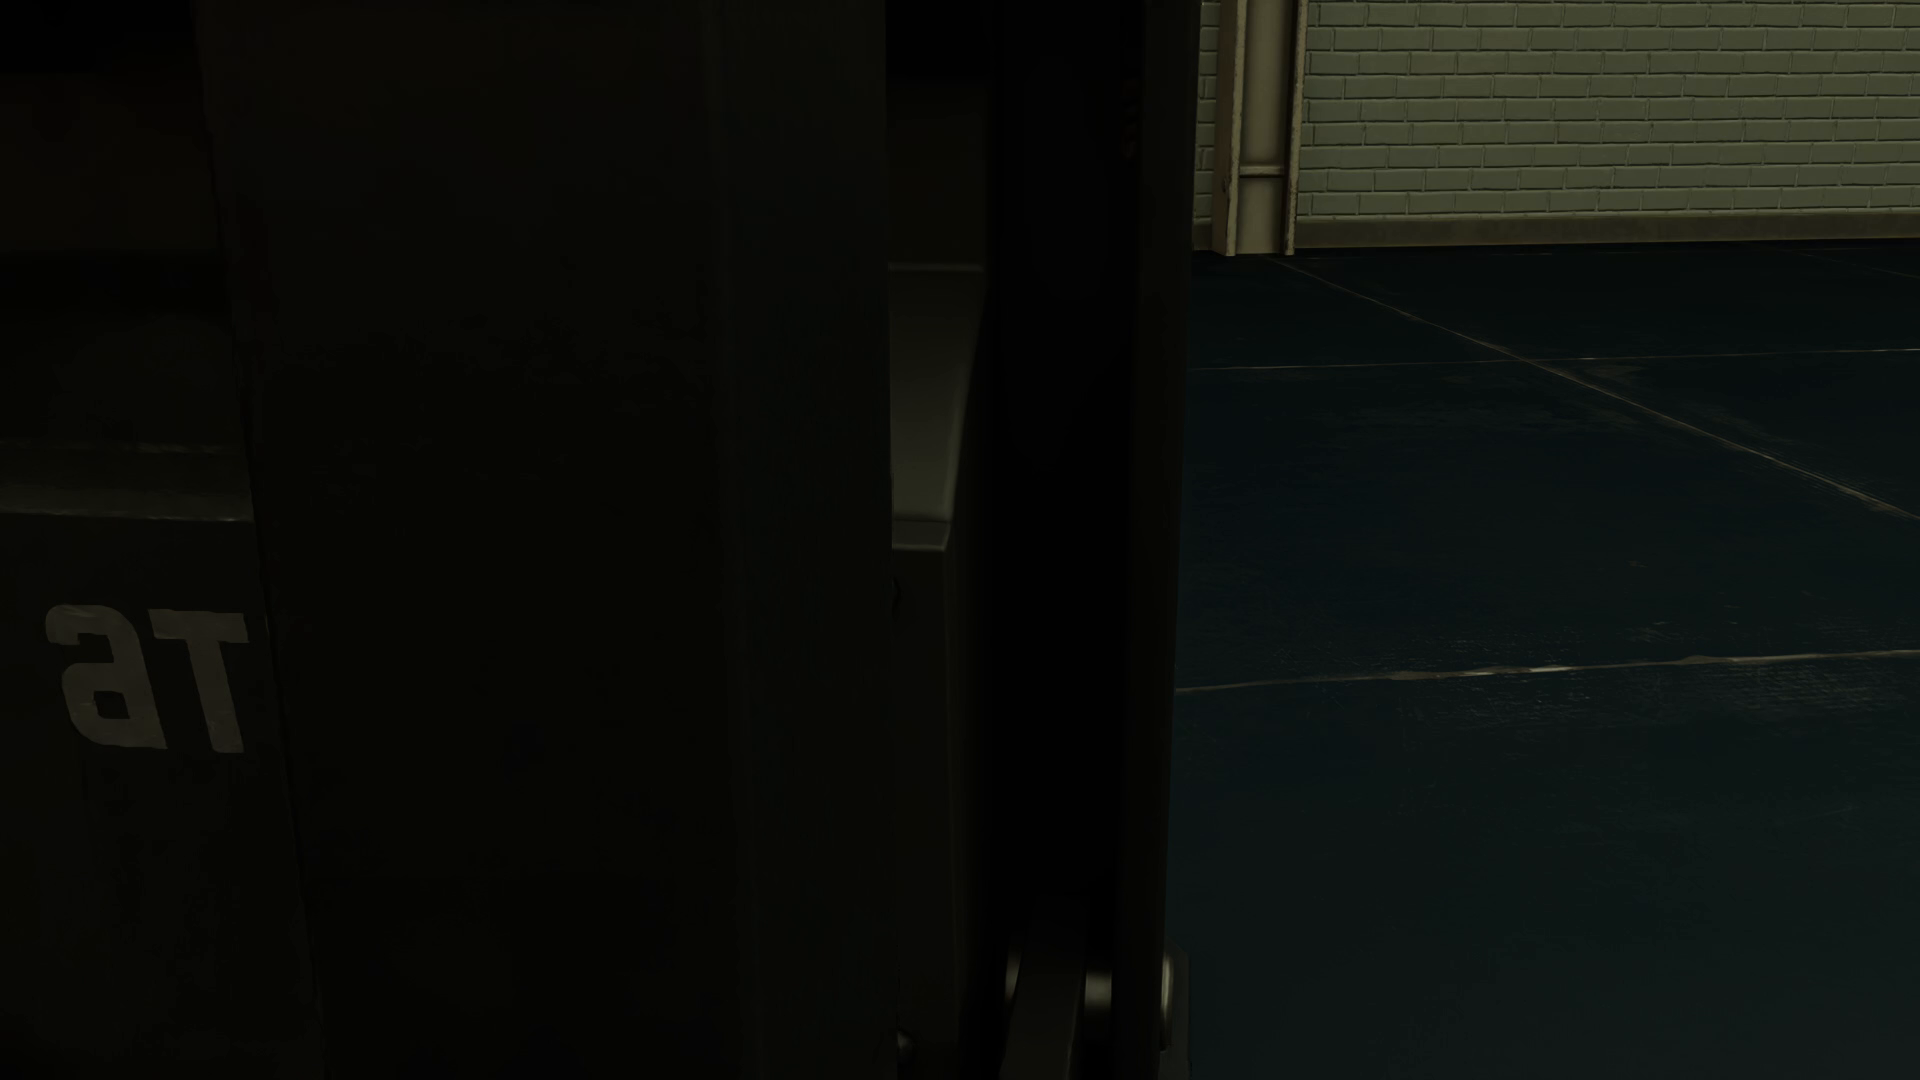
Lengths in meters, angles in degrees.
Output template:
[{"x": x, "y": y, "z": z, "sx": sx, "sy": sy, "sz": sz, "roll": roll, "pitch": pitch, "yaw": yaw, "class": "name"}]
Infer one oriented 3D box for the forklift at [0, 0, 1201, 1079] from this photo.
[{"x": -0.482, "y": -0.442, "z": 0.354, "sx": 1.130, "sy": 2.935, "sz": 3.031, "roll": 2, "pitch": 17, "yaw": 8, "class": "forklift"}]
